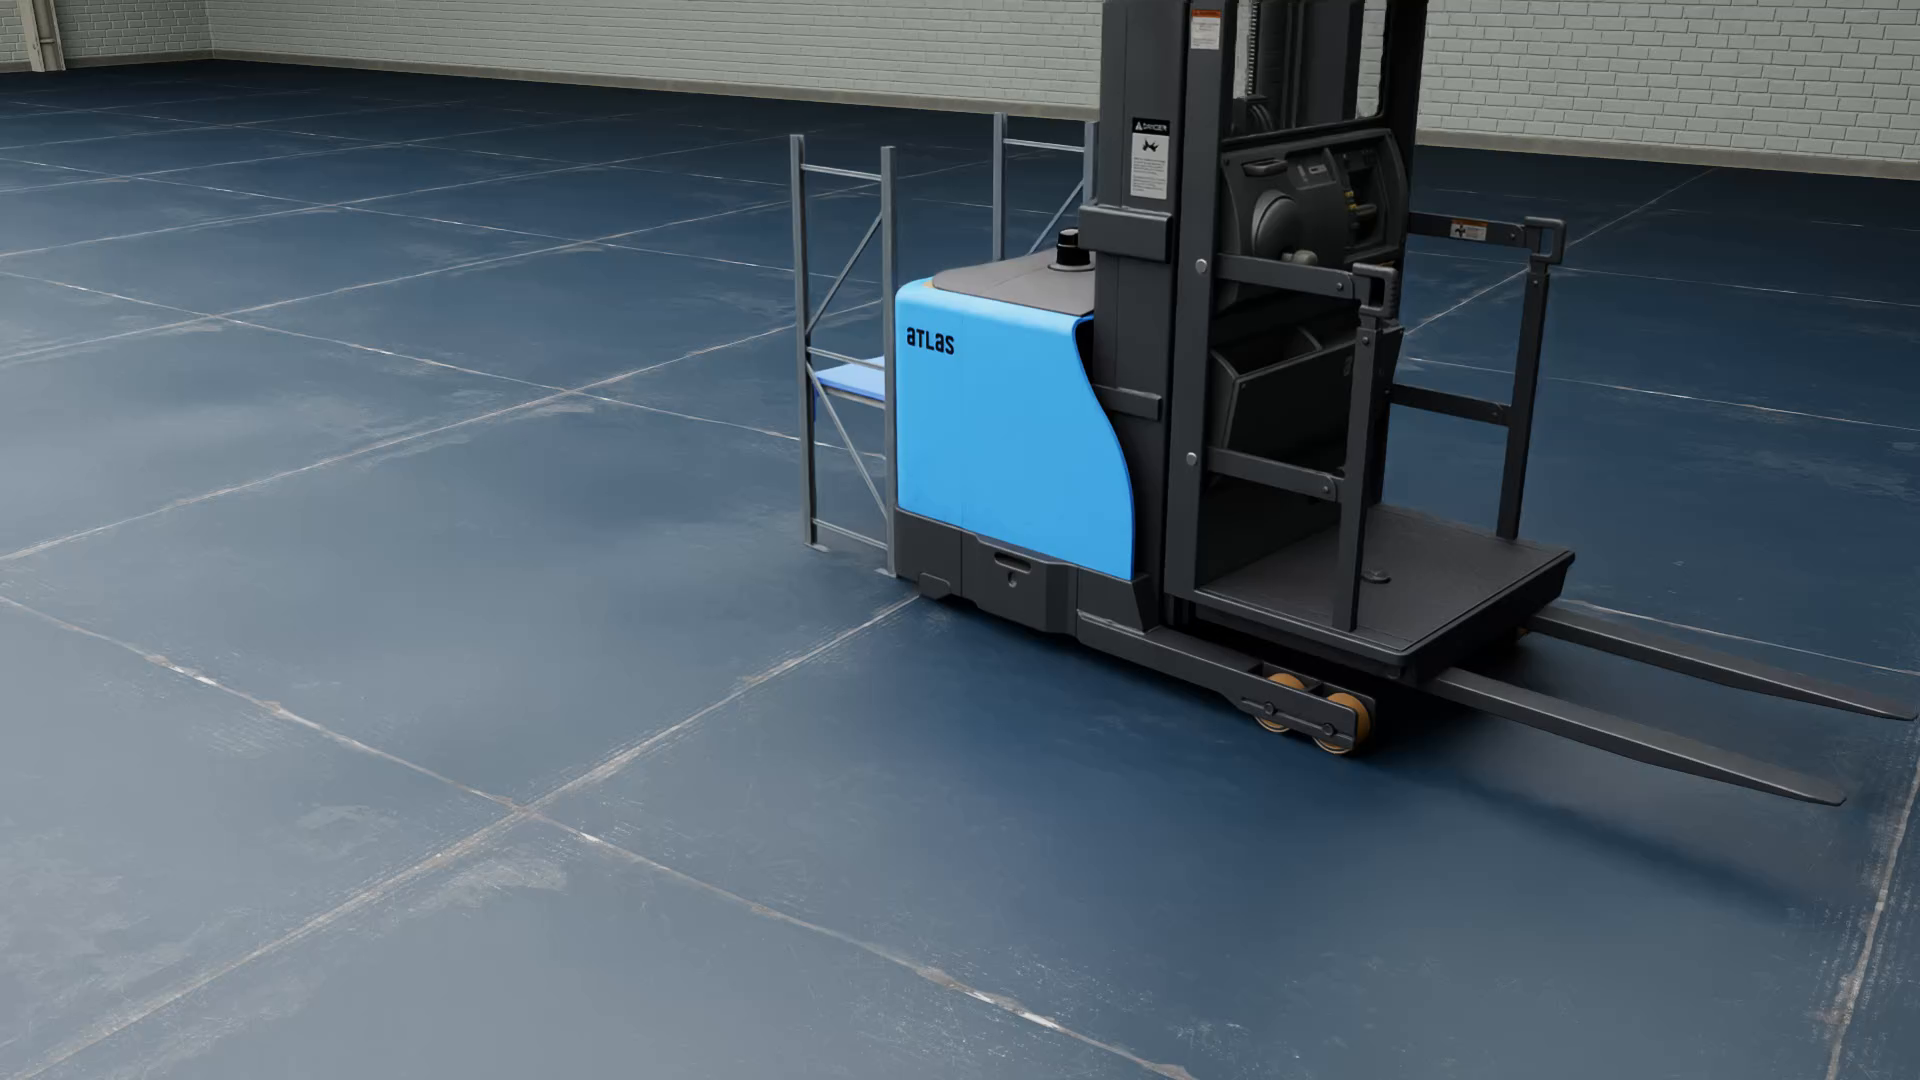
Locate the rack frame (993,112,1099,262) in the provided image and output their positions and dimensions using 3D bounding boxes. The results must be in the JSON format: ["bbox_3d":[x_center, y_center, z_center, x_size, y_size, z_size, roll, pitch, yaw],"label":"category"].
[{"bbox_3d":[0.319,-0.878,6.477,0.500,1.500,0.032,19,27,41],"label":"rack frame"}]

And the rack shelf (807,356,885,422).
[{"bbox_3d":[-0.038,-0.584,6.199,0.538,0.185,1.000,19,27,41],"label":"rack shelf"}]

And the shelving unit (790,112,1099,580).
[{"bbox_3d":[-0.038,-0.752,6.137,0.538,1.500,1.048,19,27,41],"label":"shelving unit"}]

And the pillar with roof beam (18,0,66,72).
[{"bbox_3d":[-10.950,-10.859,22.651,9.100,9.000,0.400,13,24,32],"label":"pillar with roof beam"}]

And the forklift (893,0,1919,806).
[{"bbox_3d":[1.195,-0.981,4.693,3.031,2.935,1.130,18,27,40],"label":"forklift"}]

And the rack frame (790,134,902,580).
[{"bbox_3d":[-0.394,-0.627,5.797,0.500,1.500,0.032,19,27,41],"label":"rack frame"}]
